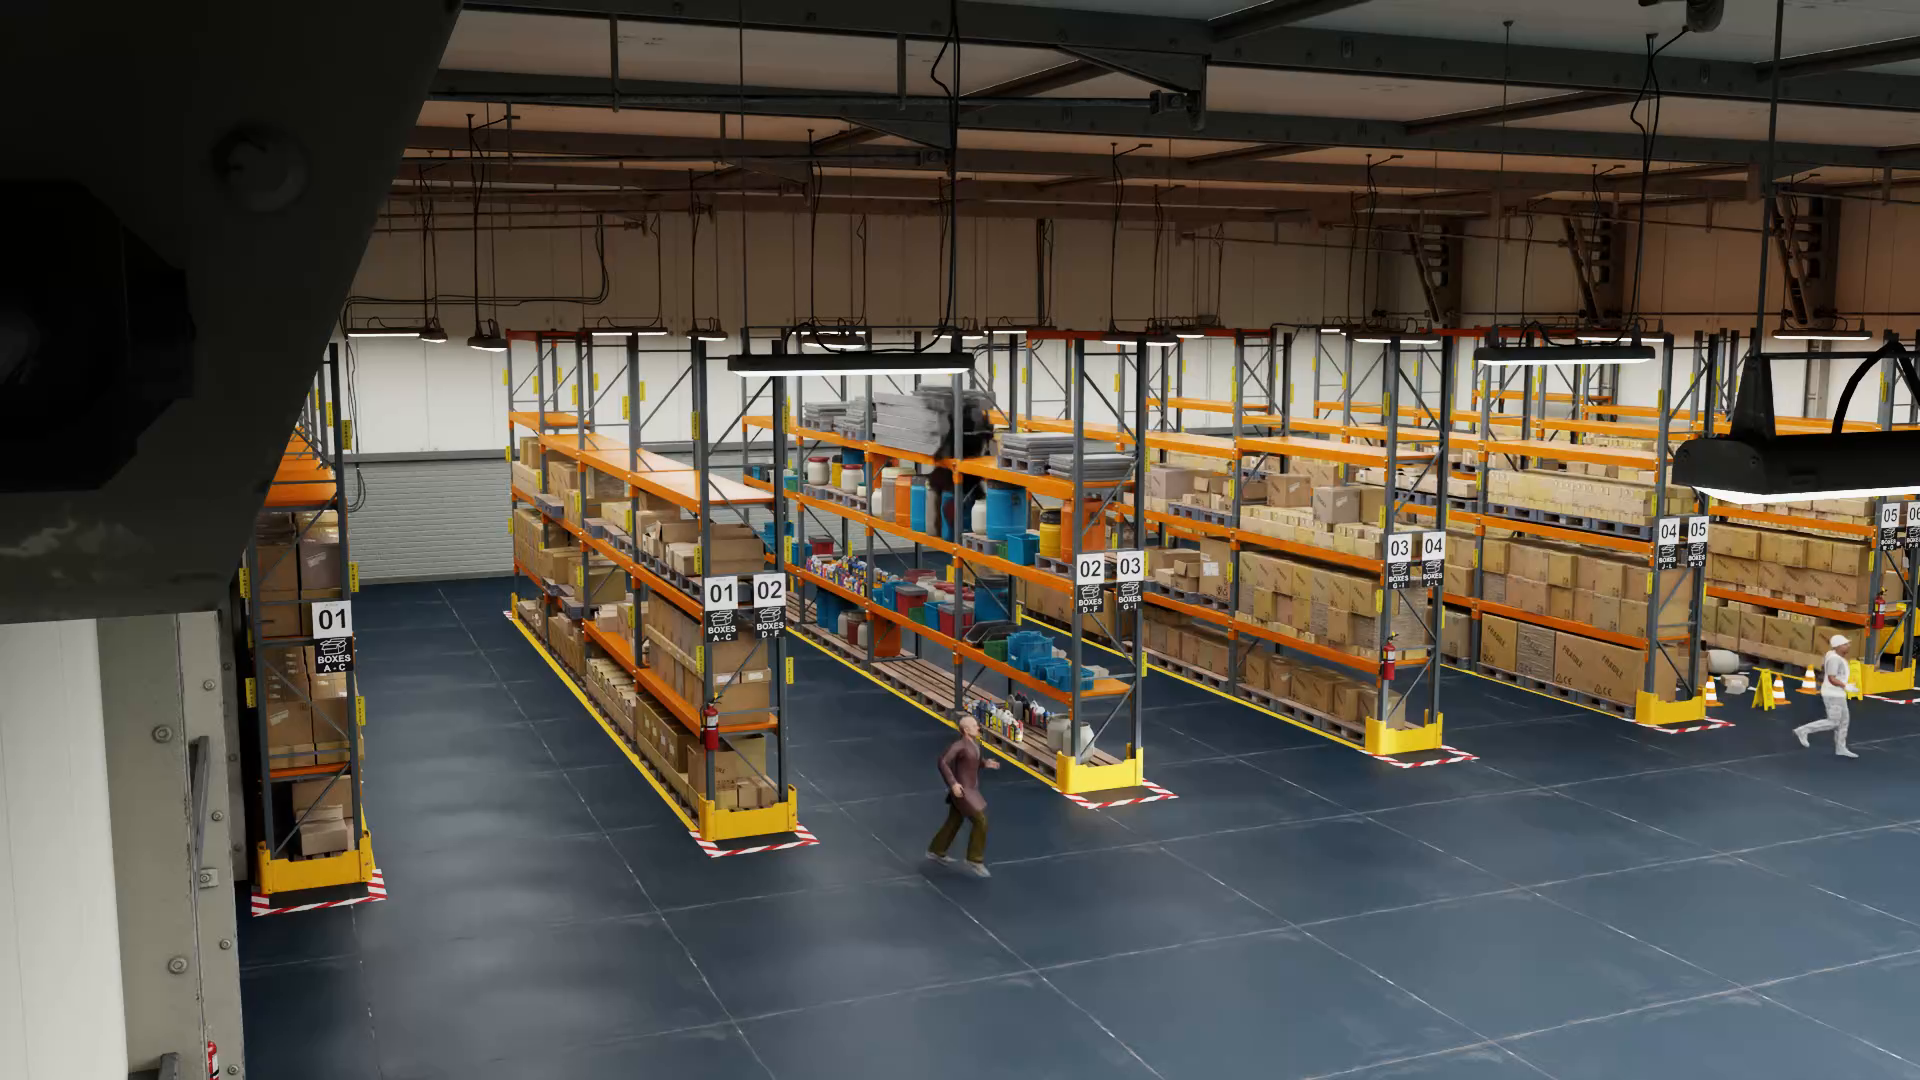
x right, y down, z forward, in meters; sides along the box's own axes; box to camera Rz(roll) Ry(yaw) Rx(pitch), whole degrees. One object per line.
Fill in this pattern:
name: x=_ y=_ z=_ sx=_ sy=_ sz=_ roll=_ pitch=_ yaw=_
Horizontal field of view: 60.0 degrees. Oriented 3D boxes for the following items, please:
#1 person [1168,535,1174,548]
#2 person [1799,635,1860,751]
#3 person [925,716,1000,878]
person: x=5.361 y=-0.216 z=41.979 sx=0.498 sy=1.563 sz=0.907 roll=4 pitch=9 yaw=28
person: x=12.500 y=2.192 z=23.899 sx=0.743 sy=1.704 sz=0.689 roll=4 pitch=9 yaw=26
person: x=0.021 y=2.895 z=18.890 sx=0.864 sy=1.842 sz=0.695 roll=1 pitch=8 yaw=6
